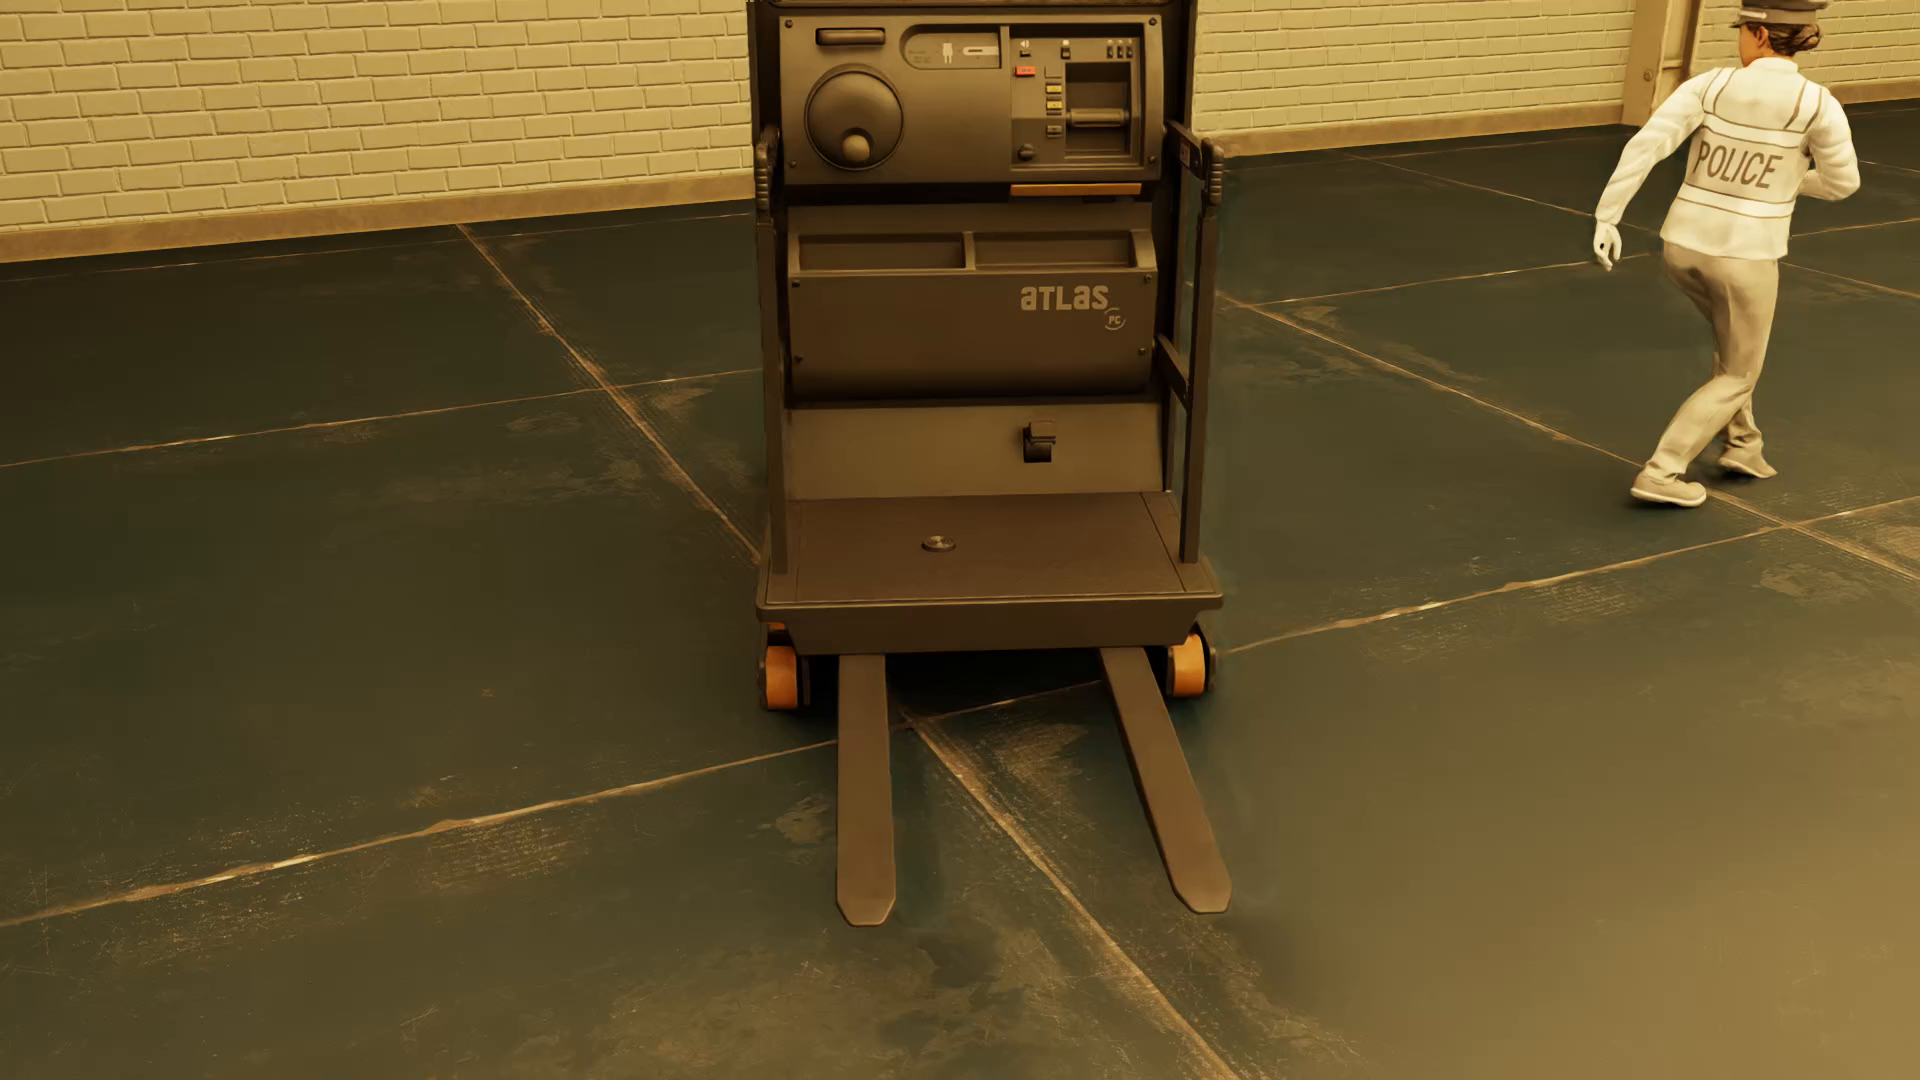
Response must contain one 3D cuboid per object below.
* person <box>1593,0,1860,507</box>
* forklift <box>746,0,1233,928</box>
[{"bbox_3d":[2.420,-0.882,5.207,0.850,1.644,0.527,-14,26,-30],"label":"person"},{"bbox_3d":[0.046,-1.062,3.844,1.130,2.935,3.031,-1,23,-3],"label":"forklift"}]
